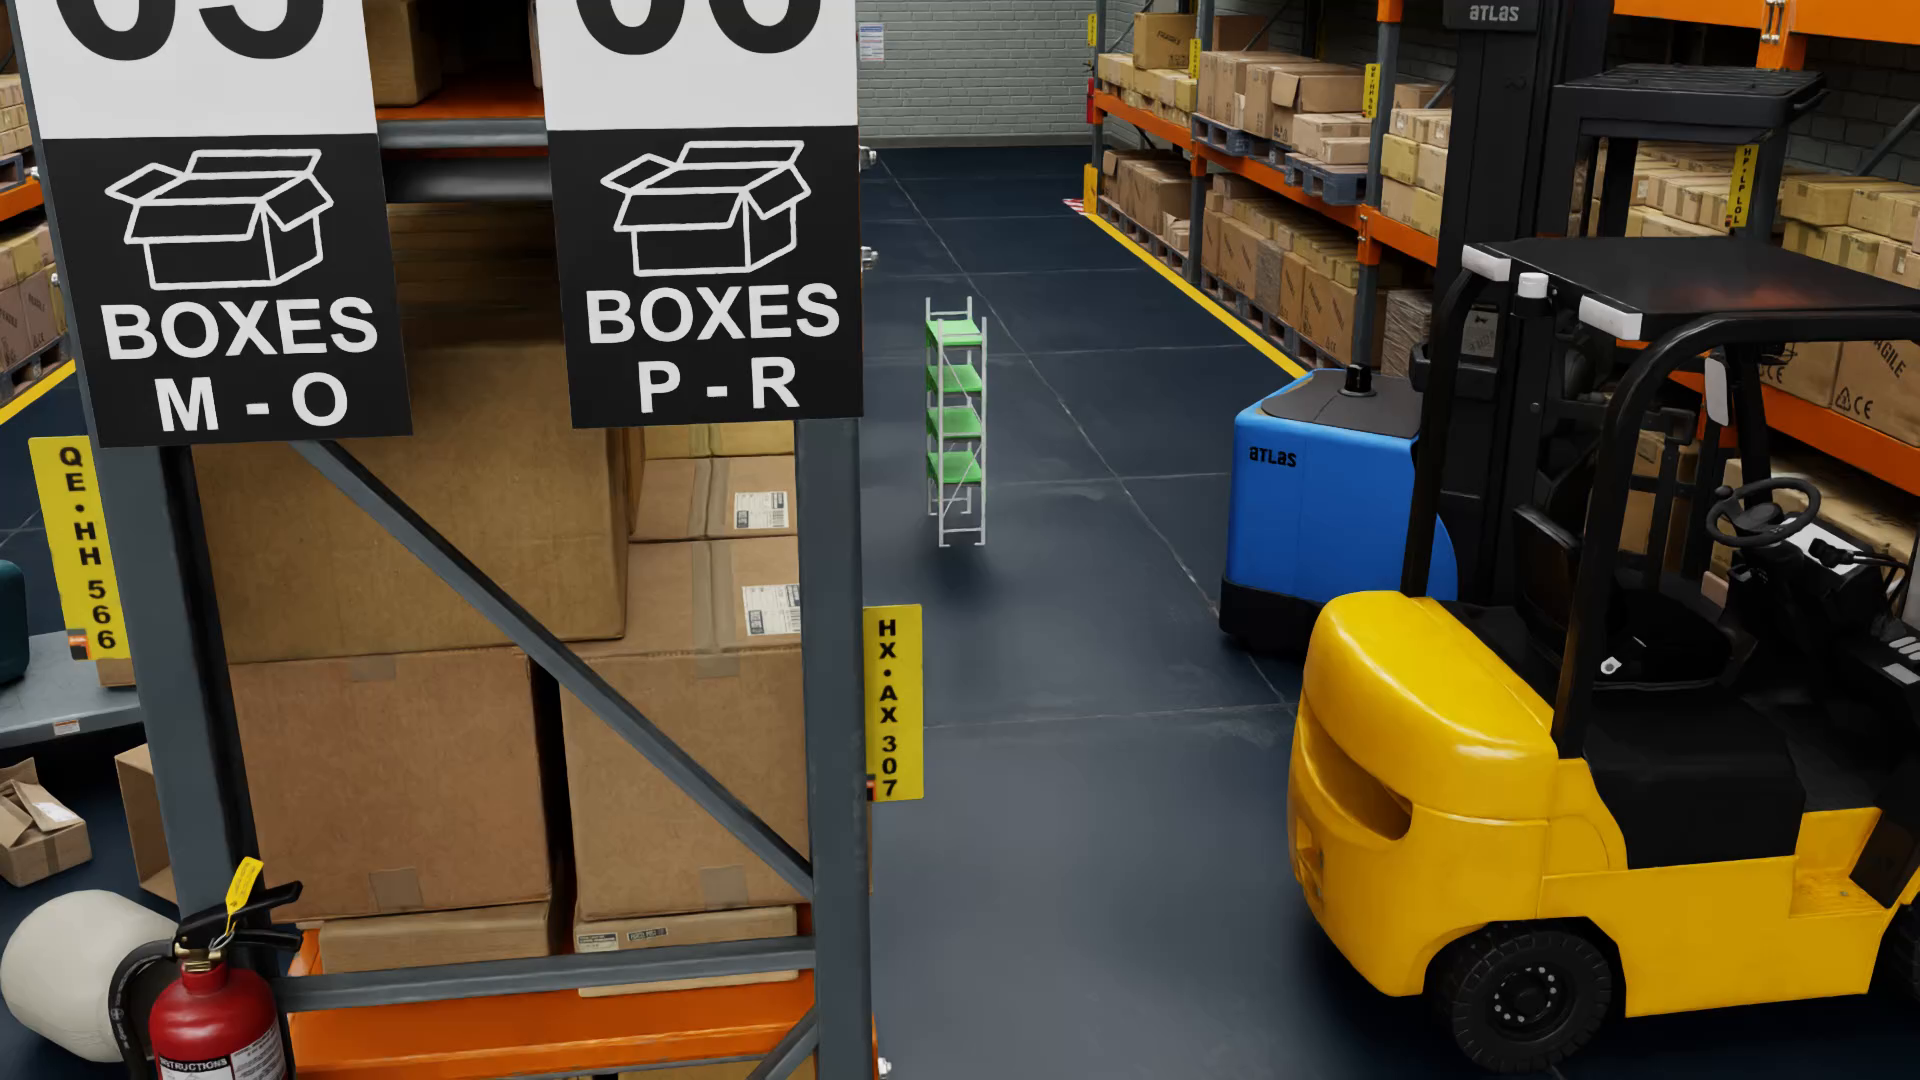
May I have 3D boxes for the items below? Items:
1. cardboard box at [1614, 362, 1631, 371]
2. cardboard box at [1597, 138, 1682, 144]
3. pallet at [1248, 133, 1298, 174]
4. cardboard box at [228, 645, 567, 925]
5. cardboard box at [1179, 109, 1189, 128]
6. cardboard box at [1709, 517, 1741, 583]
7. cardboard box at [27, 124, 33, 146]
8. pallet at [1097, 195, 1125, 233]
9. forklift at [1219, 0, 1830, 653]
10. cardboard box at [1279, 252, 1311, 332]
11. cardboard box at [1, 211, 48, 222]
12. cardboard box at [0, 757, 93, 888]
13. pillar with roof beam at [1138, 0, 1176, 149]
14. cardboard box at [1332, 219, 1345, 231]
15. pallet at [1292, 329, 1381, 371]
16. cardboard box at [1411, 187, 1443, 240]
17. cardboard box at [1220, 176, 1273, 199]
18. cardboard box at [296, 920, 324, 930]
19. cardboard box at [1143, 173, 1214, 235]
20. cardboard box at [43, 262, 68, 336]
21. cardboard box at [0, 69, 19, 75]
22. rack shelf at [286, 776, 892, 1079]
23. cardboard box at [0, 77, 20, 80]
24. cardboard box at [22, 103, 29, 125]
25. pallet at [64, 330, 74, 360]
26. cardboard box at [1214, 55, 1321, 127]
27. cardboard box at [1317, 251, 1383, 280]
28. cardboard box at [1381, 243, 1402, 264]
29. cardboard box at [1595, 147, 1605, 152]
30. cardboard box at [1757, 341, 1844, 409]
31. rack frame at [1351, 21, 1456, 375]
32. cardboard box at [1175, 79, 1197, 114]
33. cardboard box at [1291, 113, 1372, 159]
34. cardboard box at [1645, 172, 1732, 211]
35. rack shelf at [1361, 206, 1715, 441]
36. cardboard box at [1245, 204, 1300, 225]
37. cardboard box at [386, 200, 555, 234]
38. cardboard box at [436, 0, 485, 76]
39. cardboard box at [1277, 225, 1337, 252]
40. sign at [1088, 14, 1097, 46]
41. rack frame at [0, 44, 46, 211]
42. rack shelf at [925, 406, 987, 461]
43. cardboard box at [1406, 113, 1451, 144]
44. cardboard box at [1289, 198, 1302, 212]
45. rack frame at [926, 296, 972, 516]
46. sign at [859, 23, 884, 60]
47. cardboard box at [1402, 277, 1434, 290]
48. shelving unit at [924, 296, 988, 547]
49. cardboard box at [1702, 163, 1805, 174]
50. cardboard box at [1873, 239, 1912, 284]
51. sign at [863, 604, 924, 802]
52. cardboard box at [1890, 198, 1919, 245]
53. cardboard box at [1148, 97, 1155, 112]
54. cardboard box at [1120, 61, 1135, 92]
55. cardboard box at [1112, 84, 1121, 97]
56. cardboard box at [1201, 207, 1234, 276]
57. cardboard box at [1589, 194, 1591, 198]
[{"bbox_3d":[3.390,-0.747,9.222,0.875,0.625,0.625,-4,21,-10],"label":"cardboard box"},{"bbox_3d":[3.602,-2.056,8.863,0.380,0.149,0.250,-2,21,-6],"label":"cardboard box"},{"bbox_3d":[2.830,-2.921,12.524,1.003,0.211,1.213,-3,21,-8],"label":"pallet"},{"bbox_3d":[-0.994,0.323,2.995,0.500,0.500,0.500,-3,21,-9],"label":"cardboard box"},{"bbox_3d":[2.183,-3.792,14.941,0.380,0.149,0.250,-2,21,-6],"label":"cardboard box"},{"bbox_3d":[3.456,0.087,6.811,0.500,0.250,0.500,-3,21,-8],"label":"cardboard box"},{"bbox_3d":[-6.932,-2.962,12.118,0.380,0.149,0.250,-3,21,-8],"label":"cardboard box"},{"bbox_3d":[2.088,-3.499,17.783,1.003,0.211,1.213,-3,21,-8],"label":"pallet"},{"bbox_3d":[2.681,-0.772,6.595,3.031,2.935,1.130,13,24,30],"label":"forklift"},{"bbox_3d":[2.701,-1.854,12.366,0.500,0.500,0.500,-2,21,-5],"label":"cardboard box"},{"bbox_3d":[-6.899,-2.318,12.537,0.500,0.250,0.500,-3,21,-9],"label":"cardboard box"},{"bbox_3d":[-3.226,0.970,5.740,0.396,0.266,0.258,17,27,39],"label":"cardboard box"},{"bbox_3d":[-1.795,-8.680,19.095,9.100,9.000,0.400,-3,21,-8],"label":"pillar with roof beam"},{"bbox_3d":[3.112,-2.404,12.912,0.380,0.149,0.250,-4,21,-10],"label":"cardboard box"},{"bbox_3d":[3.045,-1.292,11.874,1.003,0.211,1.213,-3,21,-8],"label":"pallet"},{"bbox_3d":[3.005,-1.927,9.804,0.500,0.250,0.500,-3,21,-9],"label":"cardboard box"},{"bbox_3d":[2.412,-2.967,13.992,0.380,0.149,0.250,-4,21,-10],"label":"cardboard box"},{"bbox_3d":[-1.055,0.600,3.180,0.380,0.149,0.250,-3,21,-8],"label":"cardboard box"},{"bbox_3d":[2.190,-3.260,16.129,0.700,0.500,0.500,-4,21,-10],"label":"cardboard box"},{"bbox_3d":[-6.827,-1.791,12.197,0.500,0.500,0.500,-3,21,-9],"label":"cardboard box"},{"bbox_3d":[-7.606,-3.526,13.301,0.500,0.500,0.500,-3,21,-8],"label":"cardboard box"},{"bbox_3d":[-0.932,0.328,4.579,1.077,0.370,4.000,-3,21,-8],"label":"rack shelf"},{"bbox_3d":[-6.966,-3.322,12.232,0.380,0.149,0.250,-4,21,-9],"label":"cardboard box"},{"bbox_3d":[-6.932,-3.100,12.063,0.380,0.149,0.250,-2,21,-5],"label":"cardboard box"},{"bbox_3d":[-7.143,-1.611,12.727,1.003,0.211,1.213,-3,21,-8],"label":"pallet"},{"bbox_3d":[2.461,-3.608,13.347,0.700,0.500,0.500,-3,21,-7],"label":"cardboard box"},{"bbox_3d":[2.723,-1.919,11.611,0.380,0.149,0.250,-4,21,-11],"label":"cardboard box"},{"bbox_3d":[3.221,-2.039,11.934,0.380,0.149,0.250,-3,21,-7],"label":"cardboard box"},{"bbox_3d":[3.094,-1.940,8.552,0.380,0.149,0.250,-3,21,-9],"label":"cardboard box"},{"bbox_3d":[3.497,-0.833,6.516,0.500,0.500,0.500,-3,21,-9],"label":"cardboard box"},{"bbox_3d":[3.115,-2.338,10.689,1.000,3.000,0.127,-3,21,-8],"label":"rack frame"},{"bbox_3d":[2.223,-3.956,14.810,0.500,0.250,0.500,-2,21,-6],"label":"cardboard box"},{"bbox_3d":[2.642,-2.813,11.576,0.500,0.250,0.500,-4,21,-10],"label":"cardboard box"},{"bbox_3d":[3.384,-1.587,7.607,0.380,0.149,0.250,-3,21,-8],"label":"cardboard box"},{"bbox_3d":[3.403,-1.308,8.960,1.077,0.370,4.000,-3,21,-8],"label":"rack shelf"},{"bbox_3d":[2.544,-2.640,13.544,0.380,0.149,0.250,-3,21,-9],"label":"cardboard box"},{"bbox_3d":[-1.174,-0.484,3.727,0.700,0.500,0.500,-3,21,-8],"label":"cardboard box"},{"bbox_3d":[-1.044,-0.892,2.888,0.380,0.149,0.250,-2,21,-6],"label":"cardboard box"},{"bbox_3d":[2.630,-2.286,12.596,0.380,0.149,0.250,-4,21,-10],"label":"cardboard box"},{"bbox_3d":[1.425,-5.486,17.880,0.100,0.325,0.005,-3,21,-8],"label":"sign"},{"bbox_3d":[-7.257,-3.187,12.961,1.000,3.000,0.127,-3,21,-8],"label":"rack frame"},{"bbox_3d":[-0.024,-0.560,8.682,0.258,0.148,0.480,-3,21,-8],"label":"rack shelf"},{"bbox_3d":[2.909,-2.471,9.975,0.380,0.149,0.250,-2,21,-7],"label":"cardboard box"},{"bbox_3d":[2.963,-2.765,13.877,0.380,0.149,0.250,-3,21,-7],"label":"cardboard box"},{"bbox_3d":[-0.059,-0.704,8.886,0.240,1.200,0.015,-3,21,-8],"label":"rack frame"},{"bbox_3d":[-1.227,-6.915,23.079,0.329,0.494,0.001,-3,21,-8],"label":"sign"},{"bbox_3d":[3.331,-1.524,11.481,0.500,0.500,0.500,-2,21,-6],"label":"cardboard box"},{"bbox_3d":[-0.024,-0.619,8.660,0.258,1.200,0.503,-3,21,-8],"label":"shelving unit"},{"bbox_3d":[3.774,-1.706,7.926,0.380,0.149,0.250,-3,21,-8],"label":"cardboard box"},{"bbox_3d":[3.581,-1.002,6.041,0.380,0.149,0.250,-3,21,-8],"label":"cardboard box"},{"bbox_3d":[-0.106,0.251,2.521,0.100,0.325,0.005,-3,21,-8],"label":"sign"},{"bbox_3d":[3.617,-1.144,5.997,0.380,0.149,0.250,-3,21,-9],"label":"cardboard box"},{"bbox_3d":[2.038,-4.238,16.135,0.380,0.149,0.250,-3,21,-8],"label":"cardboard box"},{"bbox_3d":[1.910,-4.656,16.685,0.500,0.250,0.500,-3,21,-9],"label":"cardboard box"},{"bbox_3d":[1.820,-4.777,17.577,0.380,0.149,0.250,-2,21,-6],"label":"cardboard box"},{"bbox_3d":[2.385,-2.570,14.282,0.500,0.500,0.500,-2,21,-5],"label":"cardboard box"},{"bbox_3d":[3.218,-1.629,8.291,0.500,0.250,0.500,-3,21,-7],"label":"cardboard box"}]
